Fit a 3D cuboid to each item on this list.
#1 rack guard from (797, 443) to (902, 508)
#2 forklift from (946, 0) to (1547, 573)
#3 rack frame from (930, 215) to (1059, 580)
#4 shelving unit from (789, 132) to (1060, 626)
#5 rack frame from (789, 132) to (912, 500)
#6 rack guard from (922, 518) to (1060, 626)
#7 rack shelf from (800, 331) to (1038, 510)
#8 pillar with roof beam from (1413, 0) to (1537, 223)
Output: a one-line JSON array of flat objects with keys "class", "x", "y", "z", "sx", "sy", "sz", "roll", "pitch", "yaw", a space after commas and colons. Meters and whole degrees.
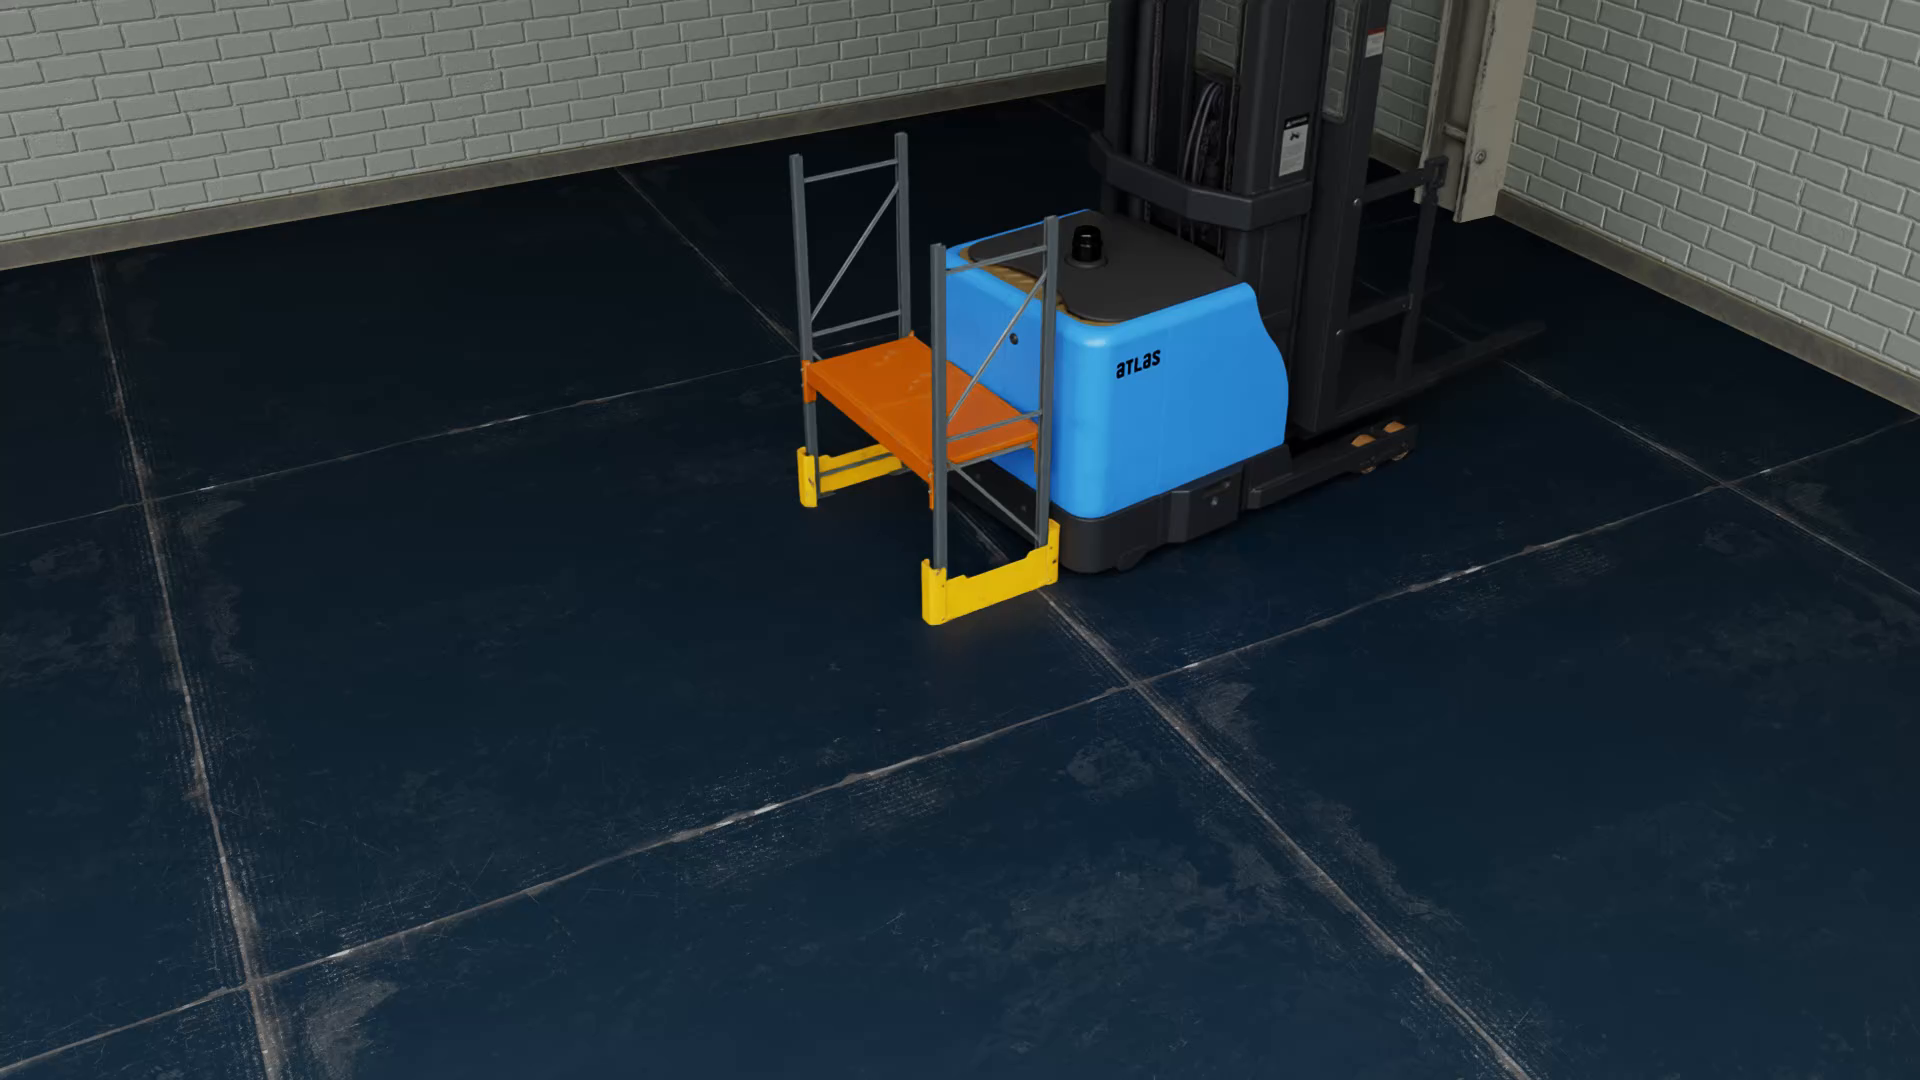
[{"class": "rack guard", "x": -0.410, "y": -0.336, "z": 7.043, "sx": 0.587, "sy": 0.250, "sz": 0.087, "roll": -19, "pitch": 37, "yaw": -27}, {"class": "forklift", "x": 1.385, "y": -1.732, "z": 6.736, "sx": 3.031, "sy": 2.935, "sz": 1.130, "roll": -22, "pitch": 38, "yaw": -30}, {"class": "rack frame", "x": 0.121, "y": -0.407, "z": 5.995, "sx": 0.500, "sy": 1.500, "sz": 0.032, "roll": -19, "pitch": 37, "yaw": -27}, {"class": "shelving unit", "x": -0.145, "y": -0.635, "z": 6.350, "sx": 0.587, "sy": 1.500, "sz": 1.083, "roll": -19, "pitch": 37, "yaw": -27}, {"class": "rack frame", "x": -0.420, "y": -0.871, "z": 6.719, "sx": 0.500, "sy": 1.500, "sz": 0.032, "roll": -19, "pitch": 37, "yaw": -27}, {"class": "rack guard", "x": 0.120, "y": 0.119, "z": 6.333, "sx": 0.587, "sy": 0.250, "sz": 0.087, "roll": -19, "pitch": 37, "yaw": -27}, {"class": "rack shelf", "x": -0.150, "y": -0.487, "z": 6.454, "sx": 0.538, "sy": 0.185, "sz": 1.000, "roll": -19, "pitch": 37, "yaw": -27}, {"class": "pillar with roof beam", "x": -0.884, "y": -4.672, "z": 5.700, "sx": 9.100, "sy": 9.000, "sz": 0.400, "roll": -16, "pitch": 36, "yaw": -23}]
